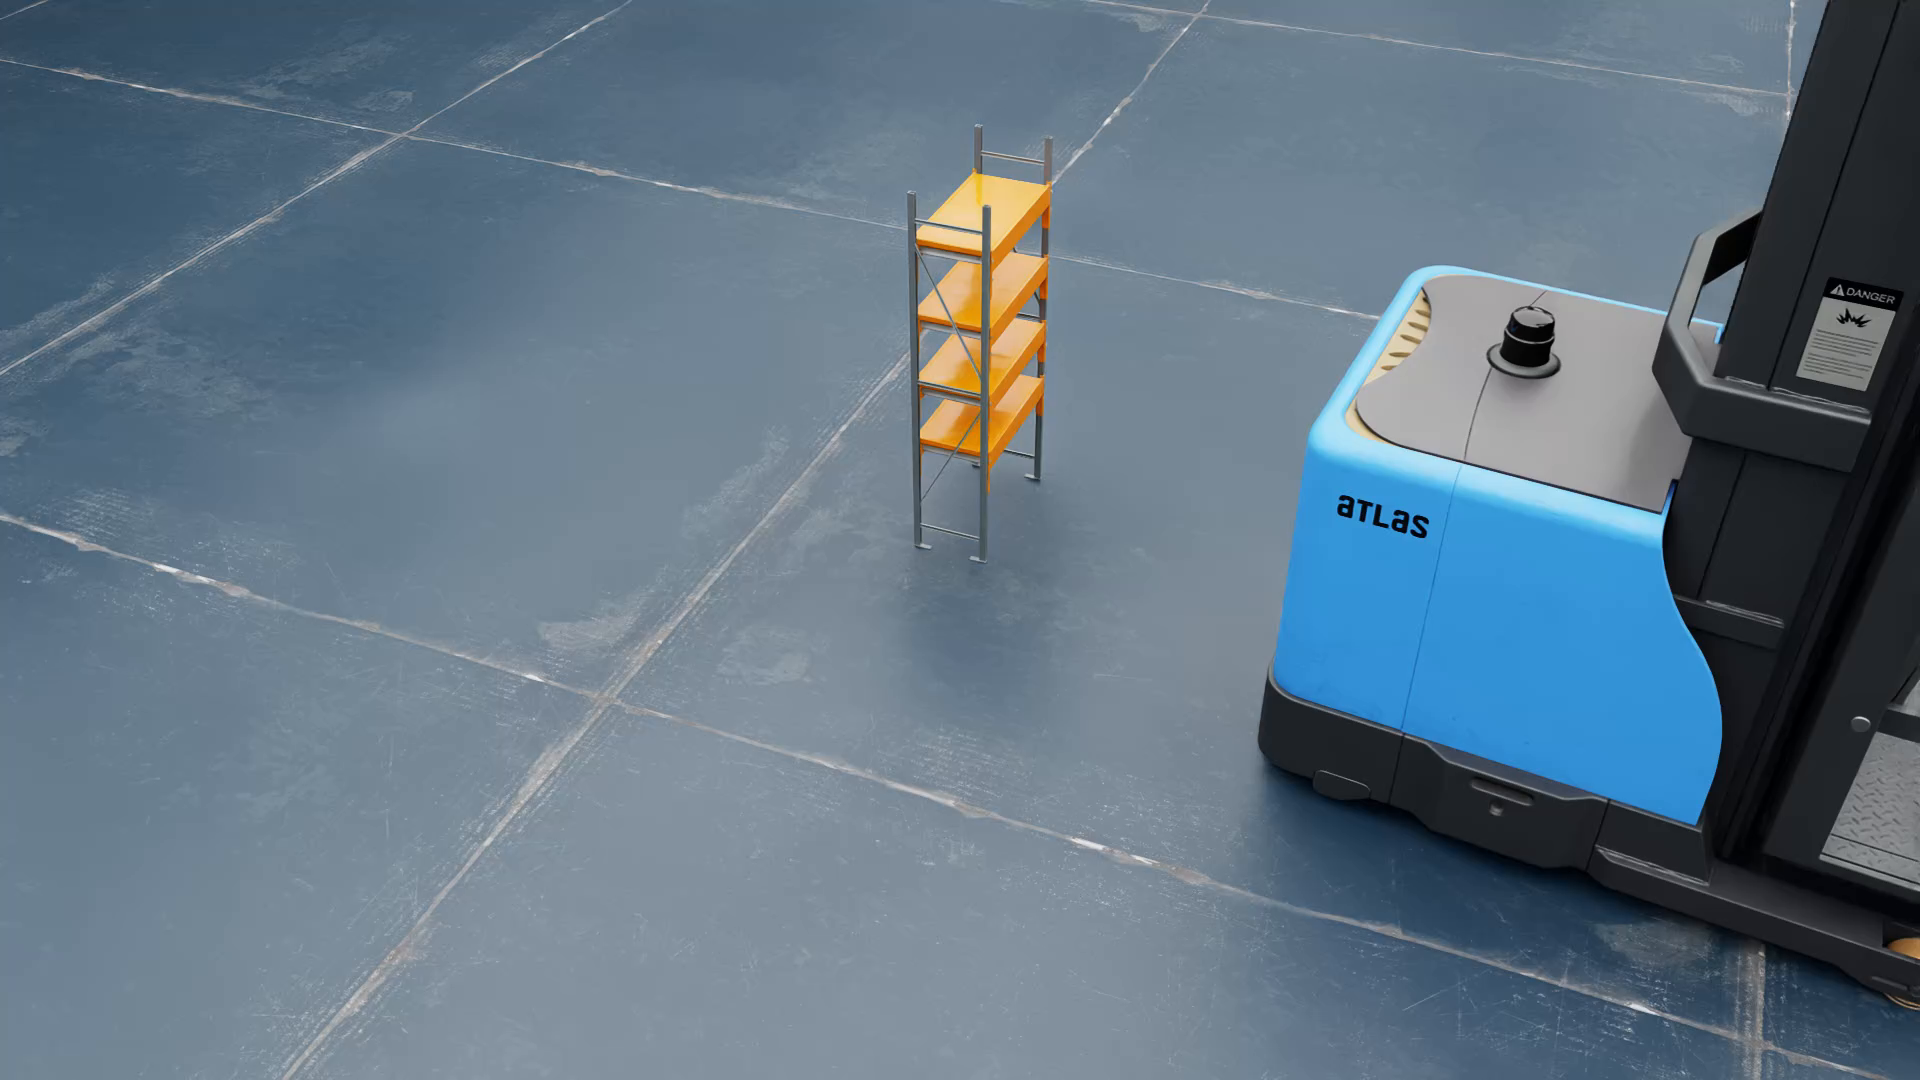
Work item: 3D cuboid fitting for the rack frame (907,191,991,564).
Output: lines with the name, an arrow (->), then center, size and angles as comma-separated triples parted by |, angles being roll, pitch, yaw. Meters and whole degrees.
rack frame -> -0.030, -0.437, 4.833 | 0.240, 1.200, 0.015 | 14, 39, 18

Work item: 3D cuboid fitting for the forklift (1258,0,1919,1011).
forklift -> 2.339, -0.410, 3.351 | 3.031, 2.935, 1.130 | 17, 40, 22

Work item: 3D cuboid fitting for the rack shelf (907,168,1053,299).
rack shelf -> 0.063, -0.887, 4.778 | 0.258, 0.148, 0.480 | 14, 39, 18

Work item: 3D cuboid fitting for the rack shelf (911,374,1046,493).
rack shelf -> 0.063, -0.359, 5.173 | 0.258, 0.148, 0.480 | 14, 39, 18

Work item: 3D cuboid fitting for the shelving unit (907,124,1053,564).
shelving unit -> 0.063, -0.572, 5.013 | 0.258, 1.200, 0.503 | 14, 39, 18

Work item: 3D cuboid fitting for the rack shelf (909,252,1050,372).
rack shelf -> 0.063, -0.698, 4.920 | 0.258, 0.148, 0.480 | 14, 39, 18

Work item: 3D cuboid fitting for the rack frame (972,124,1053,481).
rack frame -> 0.156, -0.707, 5.194 | 0.240, 1.200, 0.015 | 14, 39, 18

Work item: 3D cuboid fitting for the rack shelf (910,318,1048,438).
rack shelf -> 0.063, -0.518, 5.054 | 0.258, 0.148, 0.480 | 14, 39, 18
